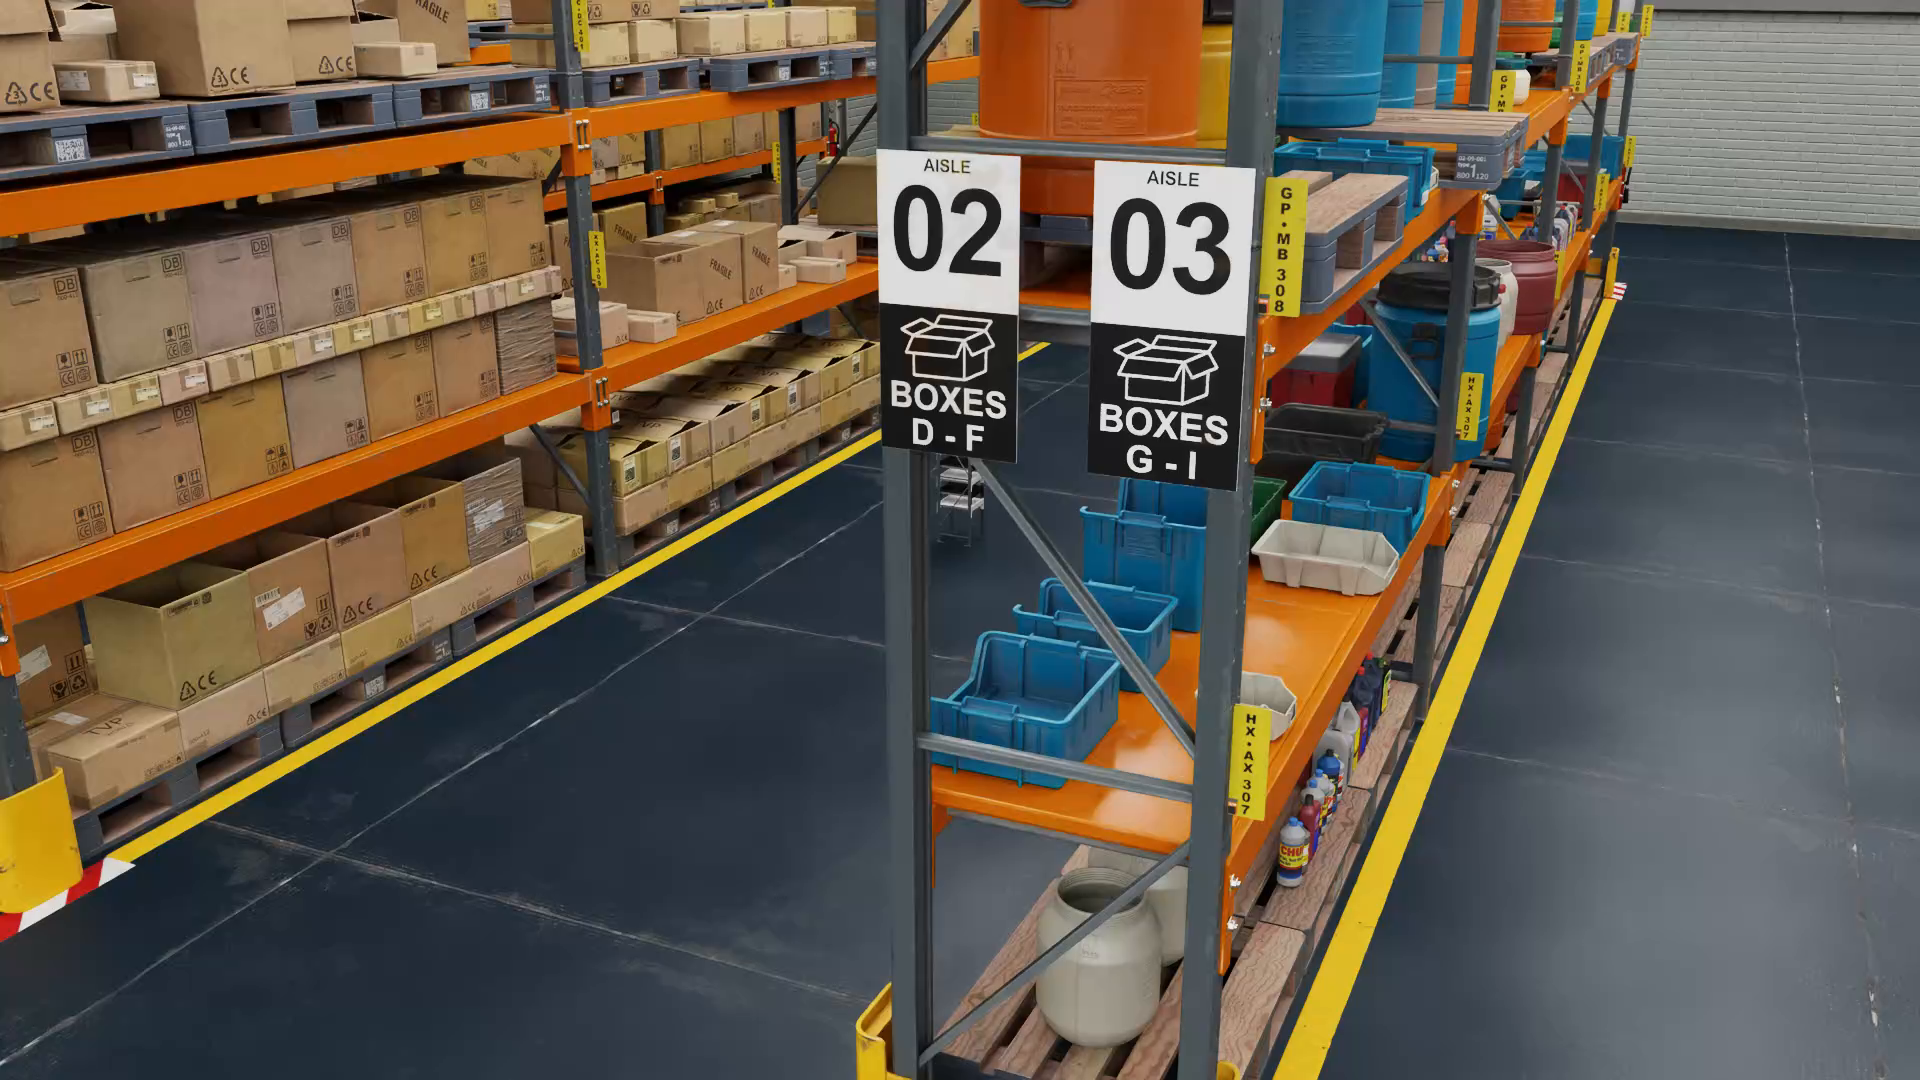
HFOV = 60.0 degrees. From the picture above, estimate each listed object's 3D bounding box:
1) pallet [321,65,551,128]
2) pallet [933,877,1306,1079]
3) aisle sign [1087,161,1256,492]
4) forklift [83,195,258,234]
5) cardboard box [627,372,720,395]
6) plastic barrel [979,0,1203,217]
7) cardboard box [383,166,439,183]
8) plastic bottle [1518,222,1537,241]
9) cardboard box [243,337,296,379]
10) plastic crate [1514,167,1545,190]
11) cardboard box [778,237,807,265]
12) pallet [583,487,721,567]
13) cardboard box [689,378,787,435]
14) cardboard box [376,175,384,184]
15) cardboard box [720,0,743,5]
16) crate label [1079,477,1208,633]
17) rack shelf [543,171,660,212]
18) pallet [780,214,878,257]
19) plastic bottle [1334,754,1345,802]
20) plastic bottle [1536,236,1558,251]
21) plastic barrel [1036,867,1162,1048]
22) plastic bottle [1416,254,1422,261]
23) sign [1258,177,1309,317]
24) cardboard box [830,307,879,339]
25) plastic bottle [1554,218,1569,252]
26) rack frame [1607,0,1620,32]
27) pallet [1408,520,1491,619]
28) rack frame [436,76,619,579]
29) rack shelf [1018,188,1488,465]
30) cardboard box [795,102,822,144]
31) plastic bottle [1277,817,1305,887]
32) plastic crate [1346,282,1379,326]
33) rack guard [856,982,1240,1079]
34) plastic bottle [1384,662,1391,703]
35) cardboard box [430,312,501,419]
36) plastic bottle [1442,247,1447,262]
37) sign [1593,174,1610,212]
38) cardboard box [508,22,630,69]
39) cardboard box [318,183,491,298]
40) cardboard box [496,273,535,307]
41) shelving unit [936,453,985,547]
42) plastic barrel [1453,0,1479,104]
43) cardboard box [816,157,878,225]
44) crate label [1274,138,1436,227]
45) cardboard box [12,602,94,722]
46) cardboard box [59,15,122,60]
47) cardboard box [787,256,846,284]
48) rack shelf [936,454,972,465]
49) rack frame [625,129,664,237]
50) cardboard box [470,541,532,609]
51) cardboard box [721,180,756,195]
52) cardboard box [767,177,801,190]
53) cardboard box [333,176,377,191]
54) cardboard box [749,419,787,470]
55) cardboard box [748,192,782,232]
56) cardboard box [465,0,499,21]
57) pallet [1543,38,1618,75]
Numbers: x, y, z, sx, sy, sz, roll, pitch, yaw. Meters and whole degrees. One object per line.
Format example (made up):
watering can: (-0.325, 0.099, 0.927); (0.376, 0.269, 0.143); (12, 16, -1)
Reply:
pallet: (-2.937, -2.366, 8.800); (1.003, 0.211, 1.213); (9, 21, 23)
pallet: (0.594, 1.682, 5.925); (1.003, 0.211, 1.213); (9, 21, 23)
aisle sign: (0.506, -0.517, 4.068); (0.394, 0.787, 0.004); (9, 21, 23)
forklift: (-4.794, -1.561, 10.985); (1.130, 2.935, 3.031); (8, 21, 22)
cardboard box: (-2.084, -1.053, 12.094); (0.500, 0.311, 0.500); (8, 21, 22)
plastic barrel: (0.352, -1.334, 4.500); (0.600, 0.830, 0.708); (9, 21, 23)
cardboard box: (-5.062, -3.470, 15.626); (0.500, 0.500, 0.500); (9, 22, 24)
plastic bottle: (4.460, -2.317, 13.081); (0.144, 0.351, 0.185); (9, 21, 23)
cardboard box: (-3.366, -0.873, 7.829); (0.380, 0.149, 0.250); (8, 21, 22)
plastic crate: (5.757, -3.671, 16.974); (0.416, 0.233, 0.300); (9, 21, 23)
cardboard box: (-1.516, -2.192, 12.790); (0.500, 0.311, 0.500); (8, 21, 22)
pallet: (-2.345, -0.175, 11.146); (1.003, 0.211, 1.213); (9, 21, 23)
cardboard box: (-1.586, -0.987, 11.908); (0.500, 0.311, 0.500); (9, 22, 24)
cardboard box: (-5.541, -3.537, 15.815); (0.500, 0.500, 0.500); (9, 21, 23)
cardboard box: (-2.907, -6.457, 19.619); (0.500, 0.250, 0.500); (8, 21, 21)
crate label: (0.775, 0.029, 6.359); (0.502, 0.435, 0.616); (9, 21, 23)
rack shelf: (-4.675, -3.432, 17.217); (1.077, 0.370, 4.000); (9, 21, 23)
pallet: (-0.760, -2.608, 14.111); (1.213, 0.211, 1.003); (9, 21, 23)
plastic bottle: (1.601, 1.016, 7.154); (0.097, 0.201, 0.097); (0, 20, 0)
plastic bottle: (4.584, -2.254, 13.015); (0.152, 0.276, 0.135); (9, 21, 23)
plastic barrel: (0.468, 1.408, 5.620); (0.421, 0.512, 0.421); (0, 20, 0)
plastic bottle: (3.321, -1.928, 12.086); (0.061, 0.283, 0.133); (9, 21, 23)
sign: (0.769, -0.695, 3.958); (0.100, 0.325, 0.005); (9, 21, 23)
cardboard box: (-0.804, -1.829, 14.709); (0.500, 0.500, 0.500); (9, 22, 25)
plastic bottle: (4.960, -2.534, 13.803); (0.152, 0.276, 0.135); (9, 21, 23)
rack frame: (5.182, -5.850, 13.988); (1.000, 3.000, 0.127); (9, 21, 23)
pallet: (2.691, 0.117, 10.326); (1.003, 0.211, 1.213); (9, 21, 23)
rack frame: (-2.611, -1.258, 10.031); (1.000, 3.000, 0.127); (9, 21, 23)
rack shelf: (1.087, -1.041, 6.015); (1.077, 0.370, 4.000); (9, 21, 23)
cardboard box: (-2.418, -5.589, 21.761); (0.980, 0.700, 0.700); (10, 22, 25)
plastic bottle: (1.295, 1.212, 6.500); (0.097, 0.271, 0.097); (0, 20, 0)
plastic crate: (2.604, -1.379, 10.273); (0.402, 0.464, 0.583); (9, 21, 23)
rack guard: (0.257, 1.793, 5.180); (1.175, 0.500, 0.348); (9, 21, 23)
plastic bottle: (2.042, 0.687, 8.079); (0.097, 0.201, 0.097); (0, 20, 0)
cardboard box: (-2.997, -1.007, 9.174); (0.700, 0.500, 0.500); (8, 21, 22)
plastic bottle: (3.718, -2.171, 12.893); (0.097, 0.201, 0.097); (0, 20, 0)
sign: (5.683, -3.078, 14.733); (0.100, 0.325, 0.005); (9, 21, 23)
cardboard box: (-2.350, -2.986, 10.009); (0.500, 0.250, 0.500); (11, 22, 28)
cardboard box: (-2.993, -1.626, 8.978); (0.700, 0.500, 0.500); (8, 21, 23)
cardboard box: (-2.630, -1.423, 9.377); (0.380, 0.149, 0.250); (8, 21, 22)
shelving unit: (0.003, -0.426, 10.825); (0.258, 0.900, 0.210); (9, 21, 23)
plastic barrel: (2.742, -2.995, 9.796); (0.600, 0.830, 0.708); (9, 21, 23)
cardboard box: (-0.818, -2.934, 13.967); (0.700, 0.500, 0.500); (2, 20, 4)
crate label: (1.336, -1.225, 5.682); (0.502, 0.251, 0.408); (9, 21, 23)
cardboard box: (-4.301, 0.504, 7.433); (0.500, 0.500, 0.500); (9, 21, 23)
cardboard box: (-3.790, -2.229, 7.580); (0.500, 0.311, 0.500); (11, 23, 29)
cardboard box: (-1.089, -2.050, 12.631); (0.380, 0.149, 0.250); (9, 21, 23)
rack shelf: (0.003, -0.565, 10.776); (0.258, 0.077, 0.200); (9, 21, 23)
rack frame: (-3.856, -4.383, 18.815); (1.000, 3.000, 0.127); (9, 21, 23)
cardboard box: (-2.815, 0.163, 9.512); (0.500, 0.250, 0.500); (9, 21, 23)
cardboard box: (-2.854, -4.538, 21.387); (0.380, 0.149, 0.250); (9, 21, 23)
cardboard box: (-2.300, -4.639, 21.672); (0.380, 0.149, 0.250); (8, 21, 22)
cardboard box: (-5.677, -3.269, 14.879); (0.700, 0.500, 0.500); (6, 20, 16)
cardboard box: (-1.591, -0.720, 11.994); (0.500, 0.250, 0.500); (9, 21, 24)
cardboard box: (-2.618, -4.245, 21.532); (0.700, 0.500, 0.500); (8, 21, 23)
cardboard box: (-4.940, -5.320, 16.169); (0.700, 0.500, 0.500); (10, 22, 25)
pallet: (4.489, -3.747, 12.834); (1.003, 0.211, 1.213); (9, 21, 23)
